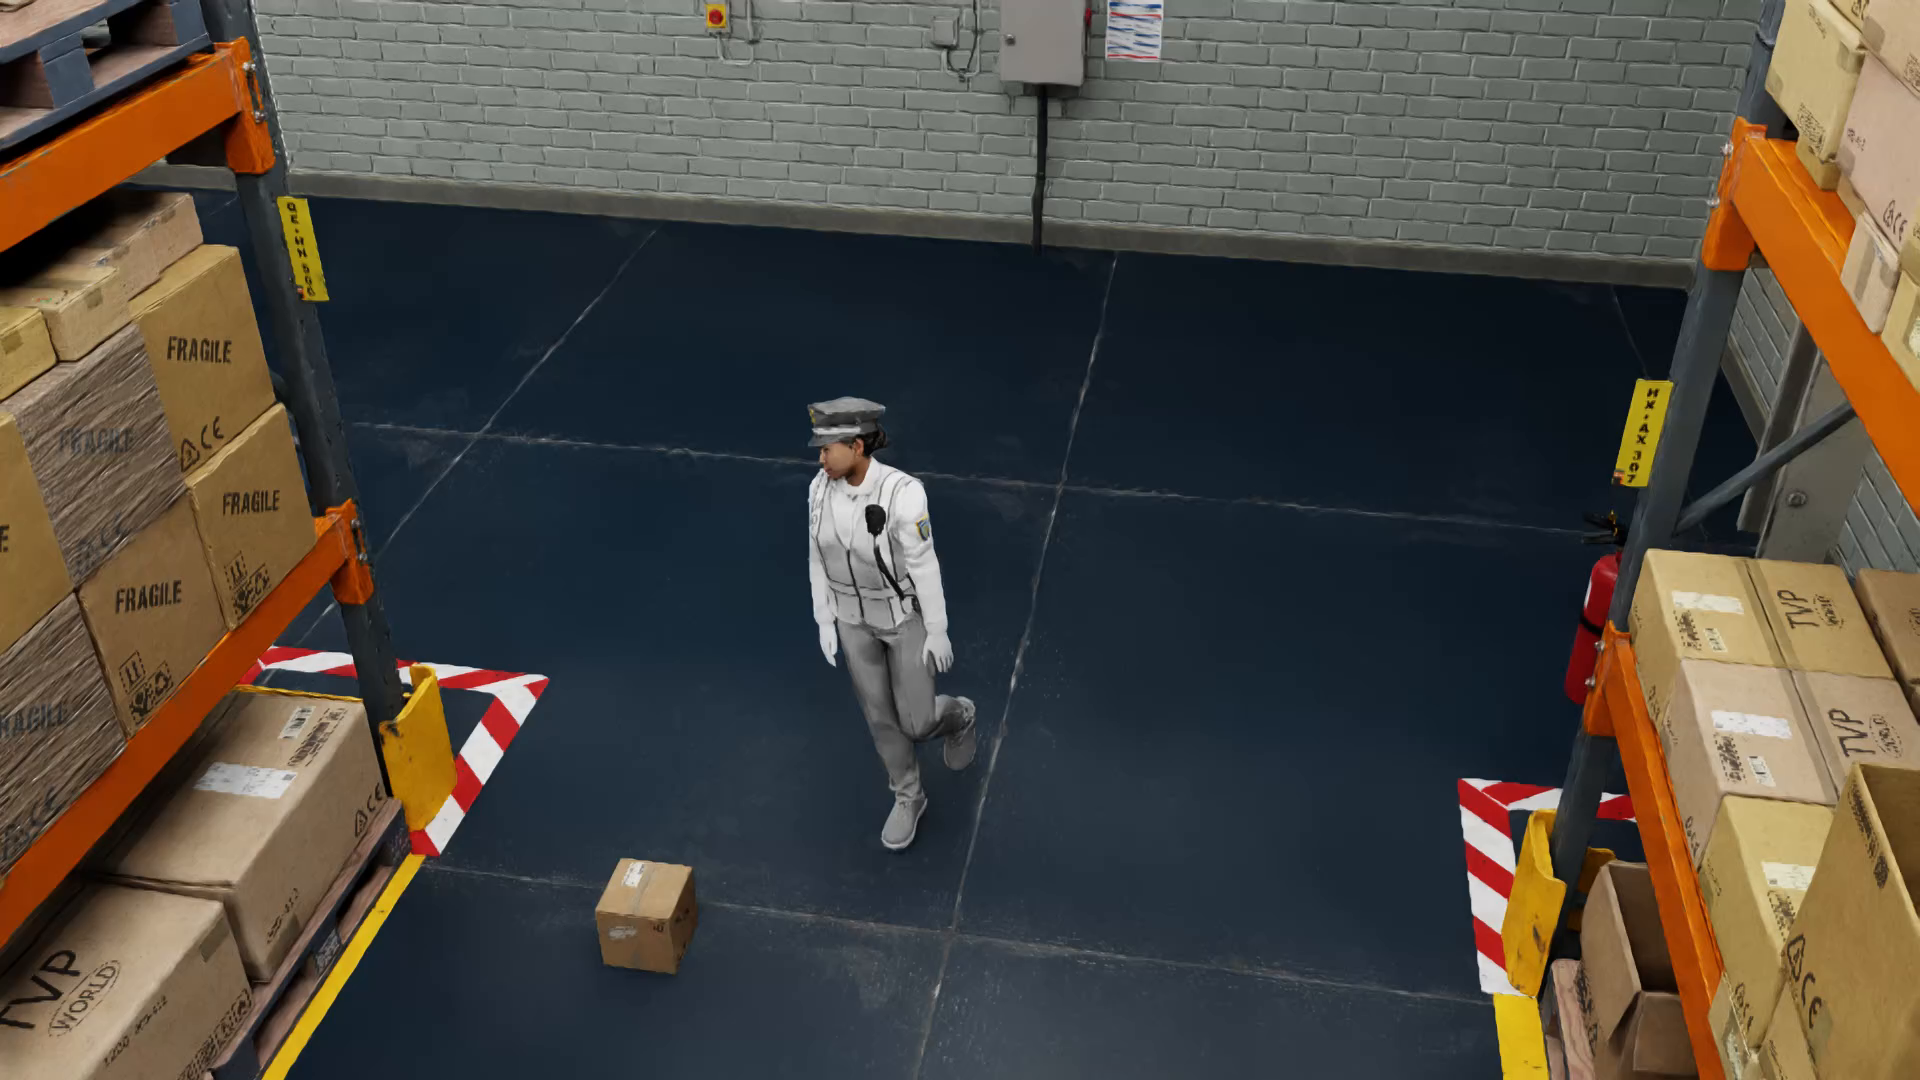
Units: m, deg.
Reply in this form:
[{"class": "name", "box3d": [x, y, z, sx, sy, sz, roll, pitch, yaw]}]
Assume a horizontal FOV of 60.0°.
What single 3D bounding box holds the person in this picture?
[{"class": "person", "box3d": [-0.248, 0.246, 5.735, 0.546, 1.651, 0.572, 13, 35, 20]}]
